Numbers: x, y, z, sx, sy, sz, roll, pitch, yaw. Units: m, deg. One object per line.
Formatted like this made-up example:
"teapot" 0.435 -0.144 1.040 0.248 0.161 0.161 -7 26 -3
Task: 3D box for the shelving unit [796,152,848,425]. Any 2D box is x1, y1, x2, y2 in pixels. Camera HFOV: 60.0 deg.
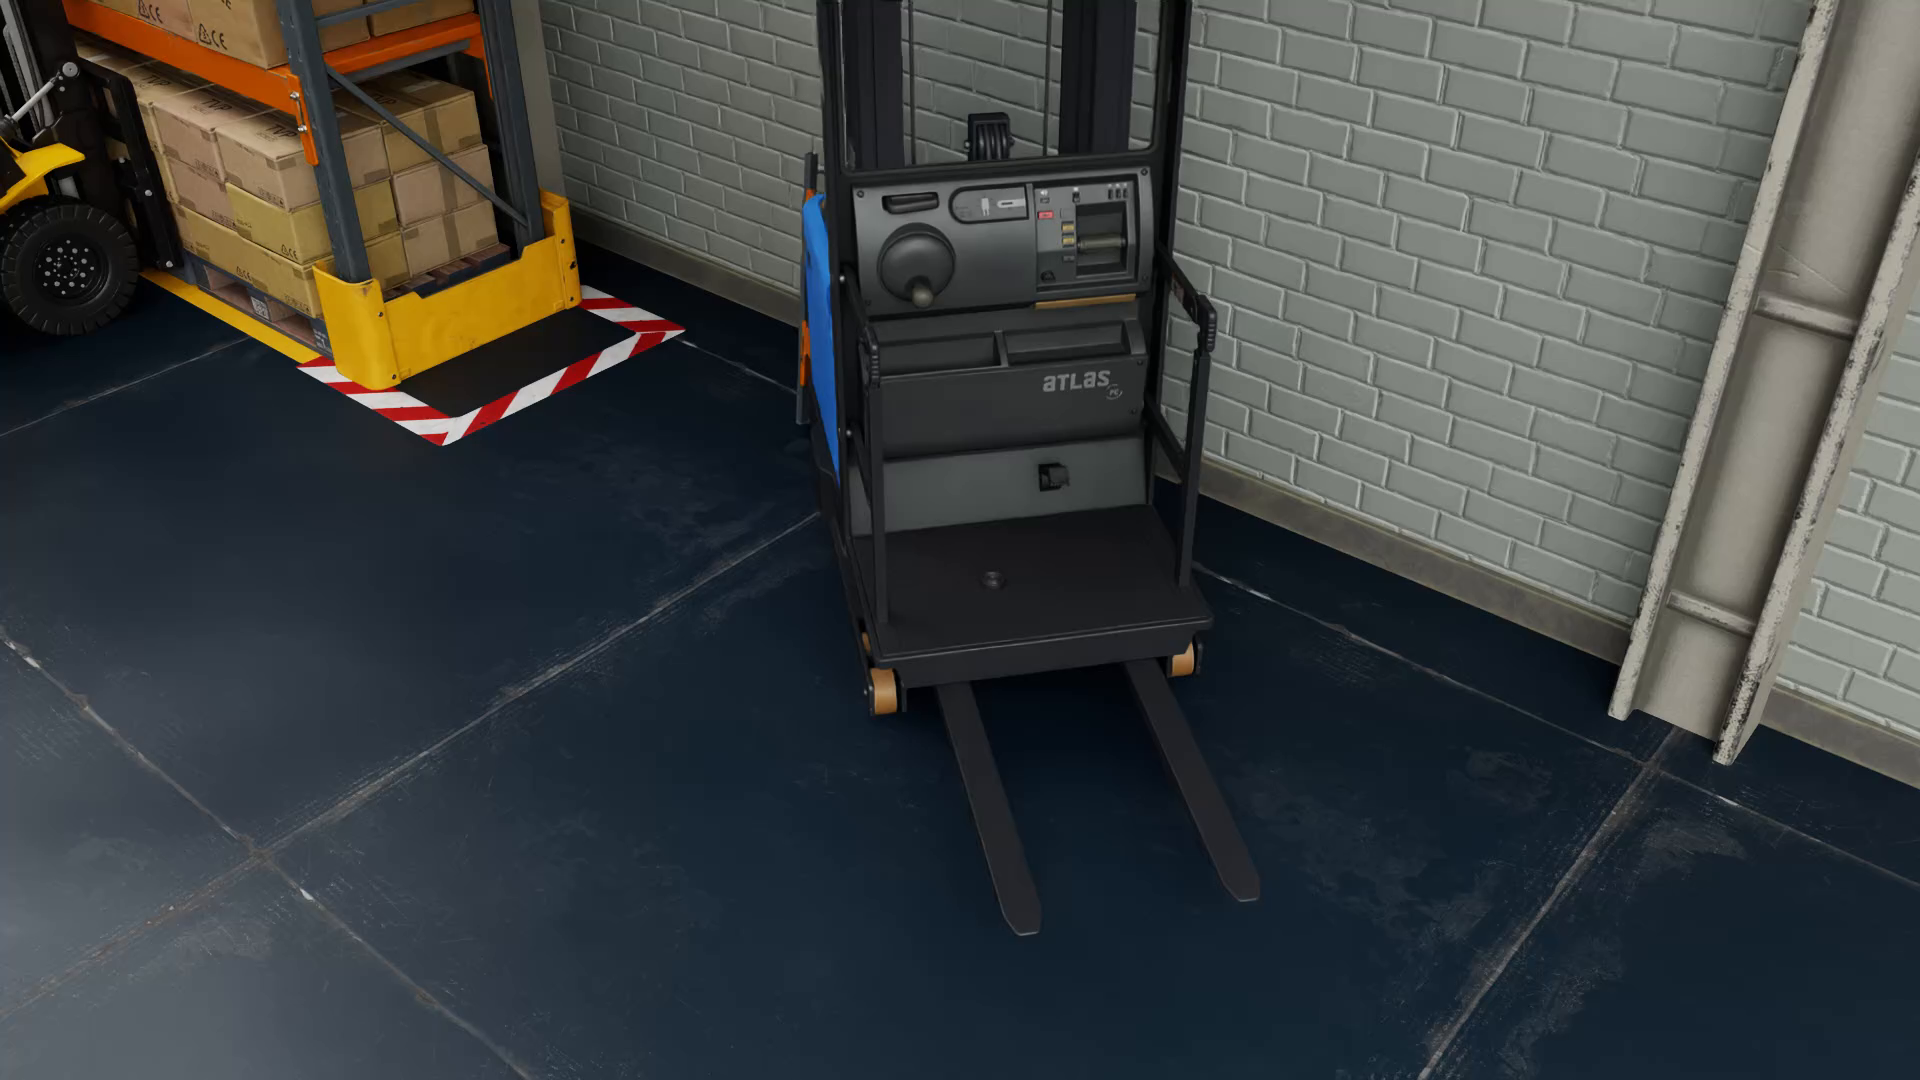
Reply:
"shelving unit" -0.078 -0.881 6.530 1.048 1.125 0.538 24 33 33

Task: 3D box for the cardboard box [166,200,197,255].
"cardboard box" -3.611 -1.635 8.040 0.500 0.250 0.500 26 42 32

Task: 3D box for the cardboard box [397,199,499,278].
"cardboard box" -2.546 -1.496 7.837 0.500 0.250 0.500 25 42 32

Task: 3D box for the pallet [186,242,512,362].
"pallet" -2.908 -1.303 7.961 1.213 0.211 1.003 25 42 32

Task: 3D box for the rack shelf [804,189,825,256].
"rack shelf" -0.056 -1.141 6.396 1.000 0.278 0.538 24 33 33

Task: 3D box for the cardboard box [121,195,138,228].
"cardboard box" -4.025 -1.814 8.299 0.500 0.250 0.500 27 43 33

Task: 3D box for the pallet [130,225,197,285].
"pallet" -3.841 -1.745 8.604 1.213 0.211 1.003 25 42 32

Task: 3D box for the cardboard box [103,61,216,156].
"cardboard box" -3.637 -2.037 7.742 0.500 0.250 0.500 26 42 32

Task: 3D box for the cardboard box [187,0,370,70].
"cardboard box" -2.840 -2.299 6.859 0.500 0.500 0.500 24 41 31

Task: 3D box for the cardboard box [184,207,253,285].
"cardboard box" -3.233 -1.450 7.770 0.500 0.250 0.500 25 42 32

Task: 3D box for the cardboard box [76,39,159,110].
"cardboard box" -4.022 -2.224 8.014 0.500 0.250 0.500 24 41 31

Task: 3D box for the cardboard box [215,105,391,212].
"cardboard box" -2.847 -1.677 7.216 0.500 0.250 0.500 27 43 33

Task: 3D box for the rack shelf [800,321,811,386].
"rack shelf" -0.096 -0.664 6.641 1.000 0.278 0.538 24 33 33

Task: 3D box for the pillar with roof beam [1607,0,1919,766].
"pillar with roof beam" -0.395 -1.265 0.143 0.400 9.000 9.100 25 42 32

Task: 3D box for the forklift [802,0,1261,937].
"forklift" 0.183 -0.867 4.923 1.130 2.935 3.031 -6 35 -9

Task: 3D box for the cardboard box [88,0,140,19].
"cardboard box" -3.626 -2.676 7.409 0.500 0.500 0.500 24 41 31

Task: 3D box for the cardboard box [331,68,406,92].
"cardboard box" -2.928 -2.081 7.806 0.500 0.250 0.500 25 42 32

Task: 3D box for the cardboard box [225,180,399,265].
"cardboard box" -2.868 -1.480 7.371 0.500 0.250 0.500 25 41 31

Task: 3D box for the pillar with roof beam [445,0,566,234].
"pillar with roof beam" -5.006 -3.438 3.307 0.400 9.000 9.100 25 42 32

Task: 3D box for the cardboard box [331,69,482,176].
"cardboard box" -2.542 -1.902 7.544 0.500 0.250 0.500 25 41 31

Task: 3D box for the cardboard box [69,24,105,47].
"cardboard box" -4.420 -2.418 8.296 0.500 0.250 0.500 27 43 33

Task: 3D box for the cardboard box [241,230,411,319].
"cardboard box" -2.857 -1.266 7.502 0.500 0.250 0.500 26 42 32

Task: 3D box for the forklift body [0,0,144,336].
"forklift body" -4.918 -1.737 6.879 1.214 2.155 2.313 25 42 32

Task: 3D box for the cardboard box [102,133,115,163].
"cardboard box" -4.038 -2.027 8.168 0.500 0.250 0.500 25 42 32

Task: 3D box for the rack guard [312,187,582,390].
"rack guard" -2.275 -1.155 7.489 0.348 0.500 1.175 25 42 32

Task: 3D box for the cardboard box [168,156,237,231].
"cardboard box" -3.246 -1.666 7.643 0.500 0.250 0.500 25 42 31

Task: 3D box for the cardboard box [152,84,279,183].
"cardboard box" -3.243 -1.859 7.482 0.500 0.250 0.500 26 42 33

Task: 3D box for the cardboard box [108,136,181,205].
"cardboard box" -3.656 -1.844 7.902 0.500 0.250 0.500 24 41 31

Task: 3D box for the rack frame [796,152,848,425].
"rack frame" -0.468 -1.055 6.805 0.032 1.125 0.500 24 33 33

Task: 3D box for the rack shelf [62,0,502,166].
"rack shelf" -3.830 -2.621 8.053 4.000 0.370 1.077 25 42 32

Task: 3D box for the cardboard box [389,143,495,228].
"cardboard box" -2.522 -1.700 7.692 0.500 0.250 0.500 26 42 33

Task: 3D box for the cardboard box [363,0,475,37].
"cardboard box" -2.496 -2.535 7.203 0.500 0.500 0.500 27 43 33

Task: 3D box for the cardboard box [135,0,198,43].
"cardboard box" -3.232 -2.491 7.139 0.500 0.500 0.500 27 43 33

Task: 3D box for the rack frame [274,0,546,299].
"rack frame" -2.293 -2.194 6.795 0.127 3.000 1.000 25 42 32
